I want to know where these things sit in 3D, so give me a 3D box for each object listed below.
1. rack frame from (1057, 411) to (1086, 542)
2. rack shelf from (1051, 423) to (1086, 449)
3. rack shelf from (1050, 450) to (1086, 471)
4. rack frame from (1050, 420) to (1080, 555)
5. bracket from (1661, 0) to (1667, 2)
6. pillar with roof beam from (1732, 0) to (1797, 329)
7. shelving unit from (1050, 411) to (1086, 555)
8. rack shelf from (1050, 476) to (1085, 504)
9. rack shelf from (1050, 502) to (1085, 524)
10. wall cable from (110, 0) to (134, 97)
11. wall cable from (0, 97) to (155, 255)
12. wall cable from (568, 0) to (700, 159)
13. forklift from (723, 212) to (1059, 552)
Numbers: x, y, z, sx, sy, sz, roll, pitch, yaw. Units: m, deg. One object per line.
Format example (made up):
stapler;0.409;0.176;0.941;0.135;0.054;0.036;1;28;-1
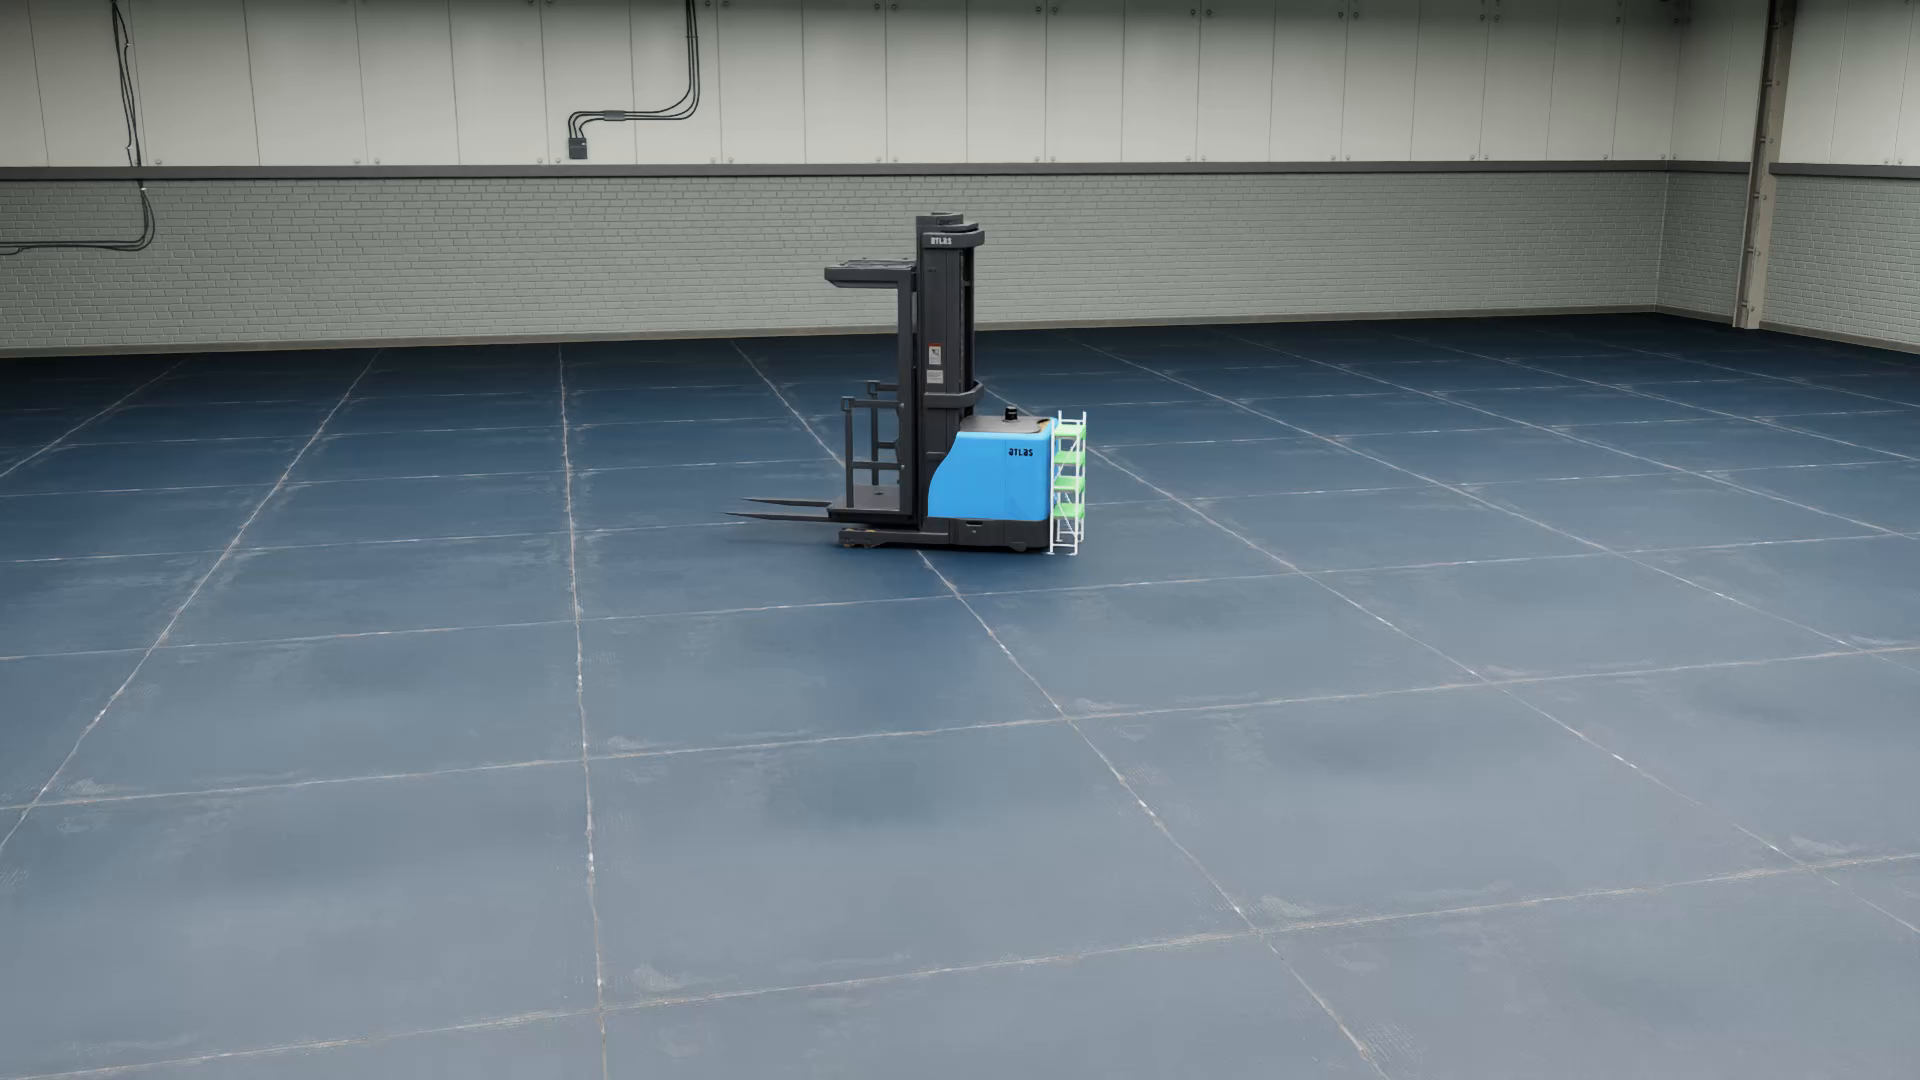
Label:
rack frame;1.006;-0.569;15.051;0.240;1.200;0.015;3;14;10
rack shelf;0.962;-0.916;14.719;0.258;0.148;0.480;3;14;10
rack shelf;0.962;-0.683;14.776;0.258;0.148;0.480;3;14;10
rack frame;0.918;-0.455;14.585;0.240;1.200;0.015;3;14;10
bracket;14.108;-10.824;33.009;0.235;0.232;0.430;-3;14;-13
pillar with roof beam;10.923;-8.213;29.905;9.100;9.000;0.548;-3;14;-13
shelving unit;0.962;-0.512;14.818;0.258;1.200;0.503;3;14;10
rack shelf;0.962;-0.450;14.833;0.258;0.148;0.480;3;14;10
rack shelf;0.962;-0.217;14.890;0.258;0.148;0.480;3;14;10
wall cable;-12.288;-8.546;27.171;3.097;2.526;0.112;-3;14;-13
wall cable;-14.918;-5.942;27.153;3.097;2.526;0.112;-3;14;-13
wall cable;-5.686;-9.628;28.532;2.305;6.003;0.169;-3;14;-13
forklift;-0.638;-1.471;15.093;3.031;2.935;1.130;2;14;10
